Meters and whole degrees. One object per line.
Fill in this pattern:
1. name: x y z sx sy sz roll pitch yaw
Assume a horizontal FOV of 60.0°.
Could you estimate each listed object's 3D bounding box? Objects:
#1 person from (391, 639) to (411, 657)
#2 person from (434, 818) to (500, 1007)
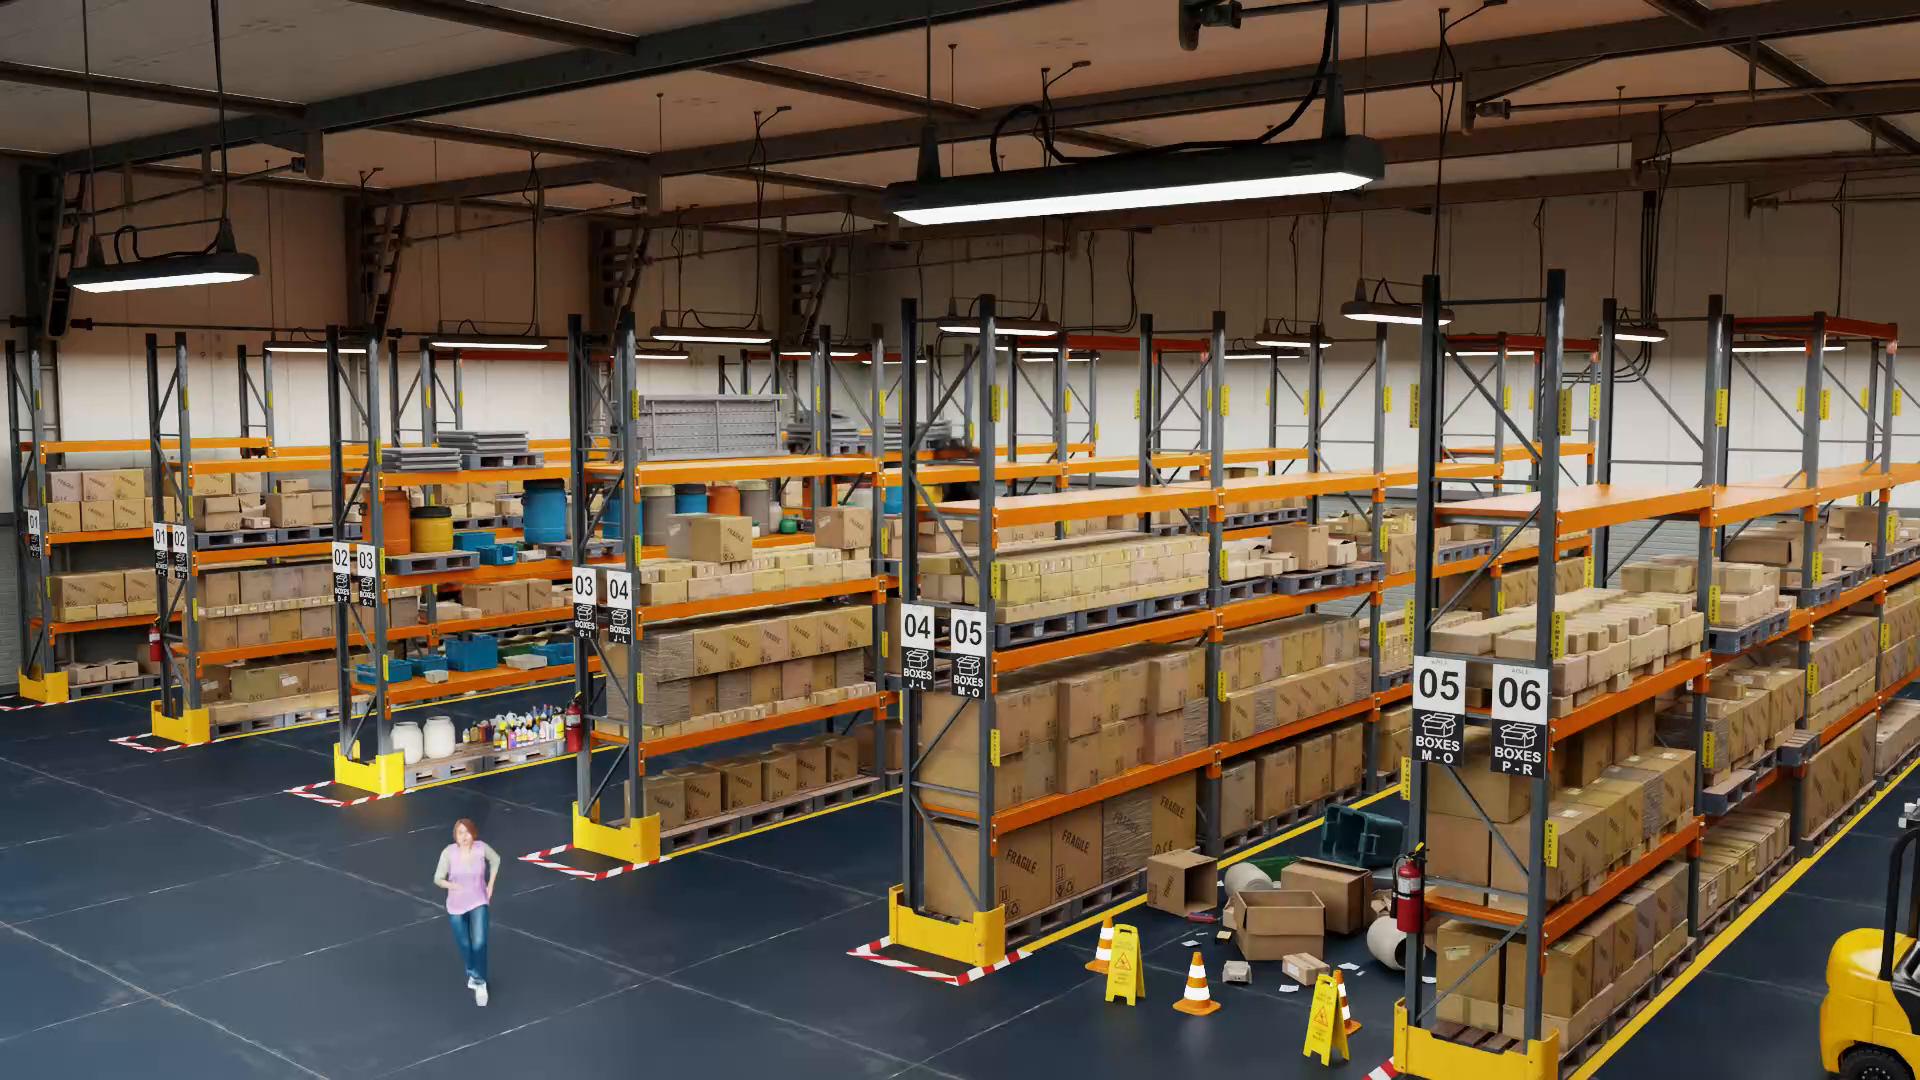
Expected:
1. person: -10.305 1.552 30.087 0.693 1.778 0.946 3 6 31
2. person: -4.155 3.116 14.036 0.521 1.597 0.717 -1 5 -11
